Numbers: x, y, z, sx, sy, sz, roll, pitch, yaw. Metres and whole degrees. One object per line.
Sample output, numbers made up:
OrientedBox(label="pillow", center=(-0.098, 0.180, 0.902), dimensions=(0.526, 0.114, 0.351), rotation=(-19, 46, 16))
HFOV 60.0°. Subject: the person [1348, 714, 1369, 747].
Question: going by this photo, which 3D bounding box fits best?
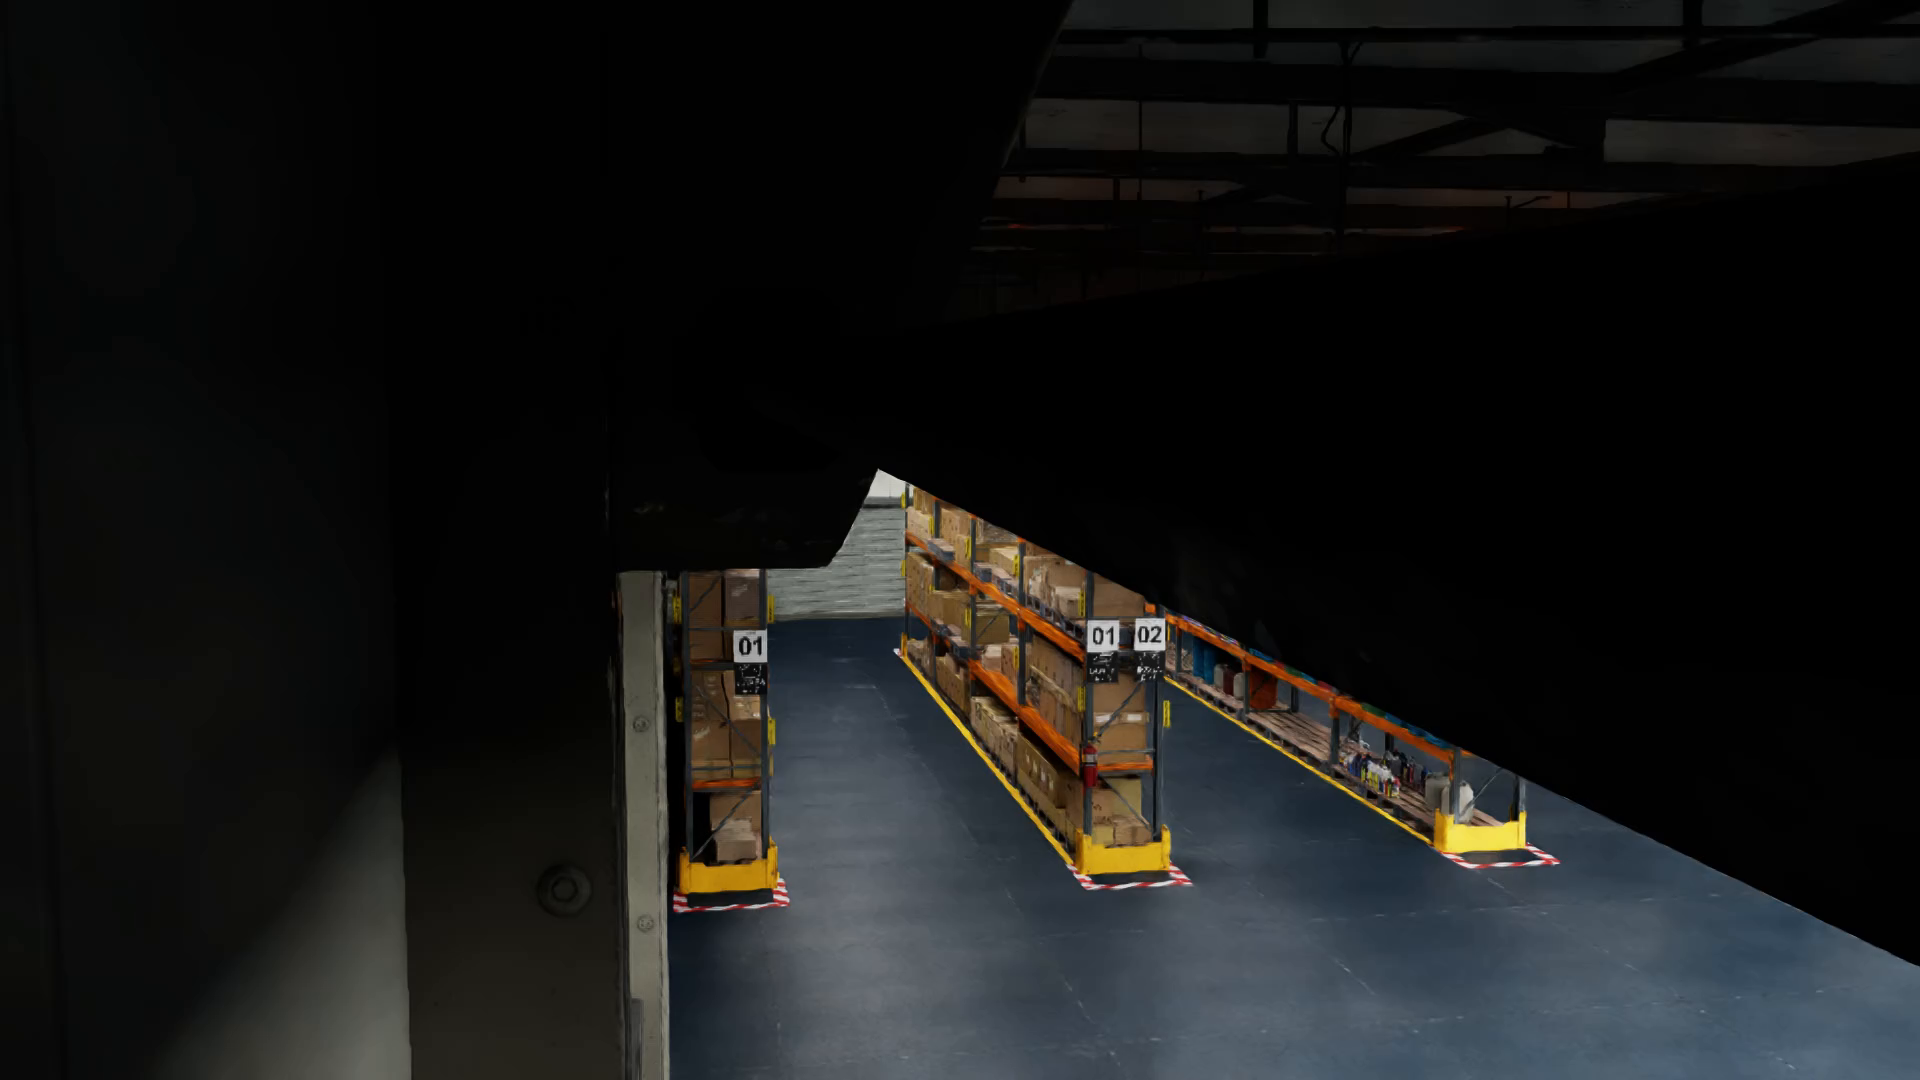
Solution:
OrientedBox(label="person", center=(6.686, 2.638, 27.845), dimensions=(0.322, 1.605, 0.490), rotation=(-3, 7, -25))
